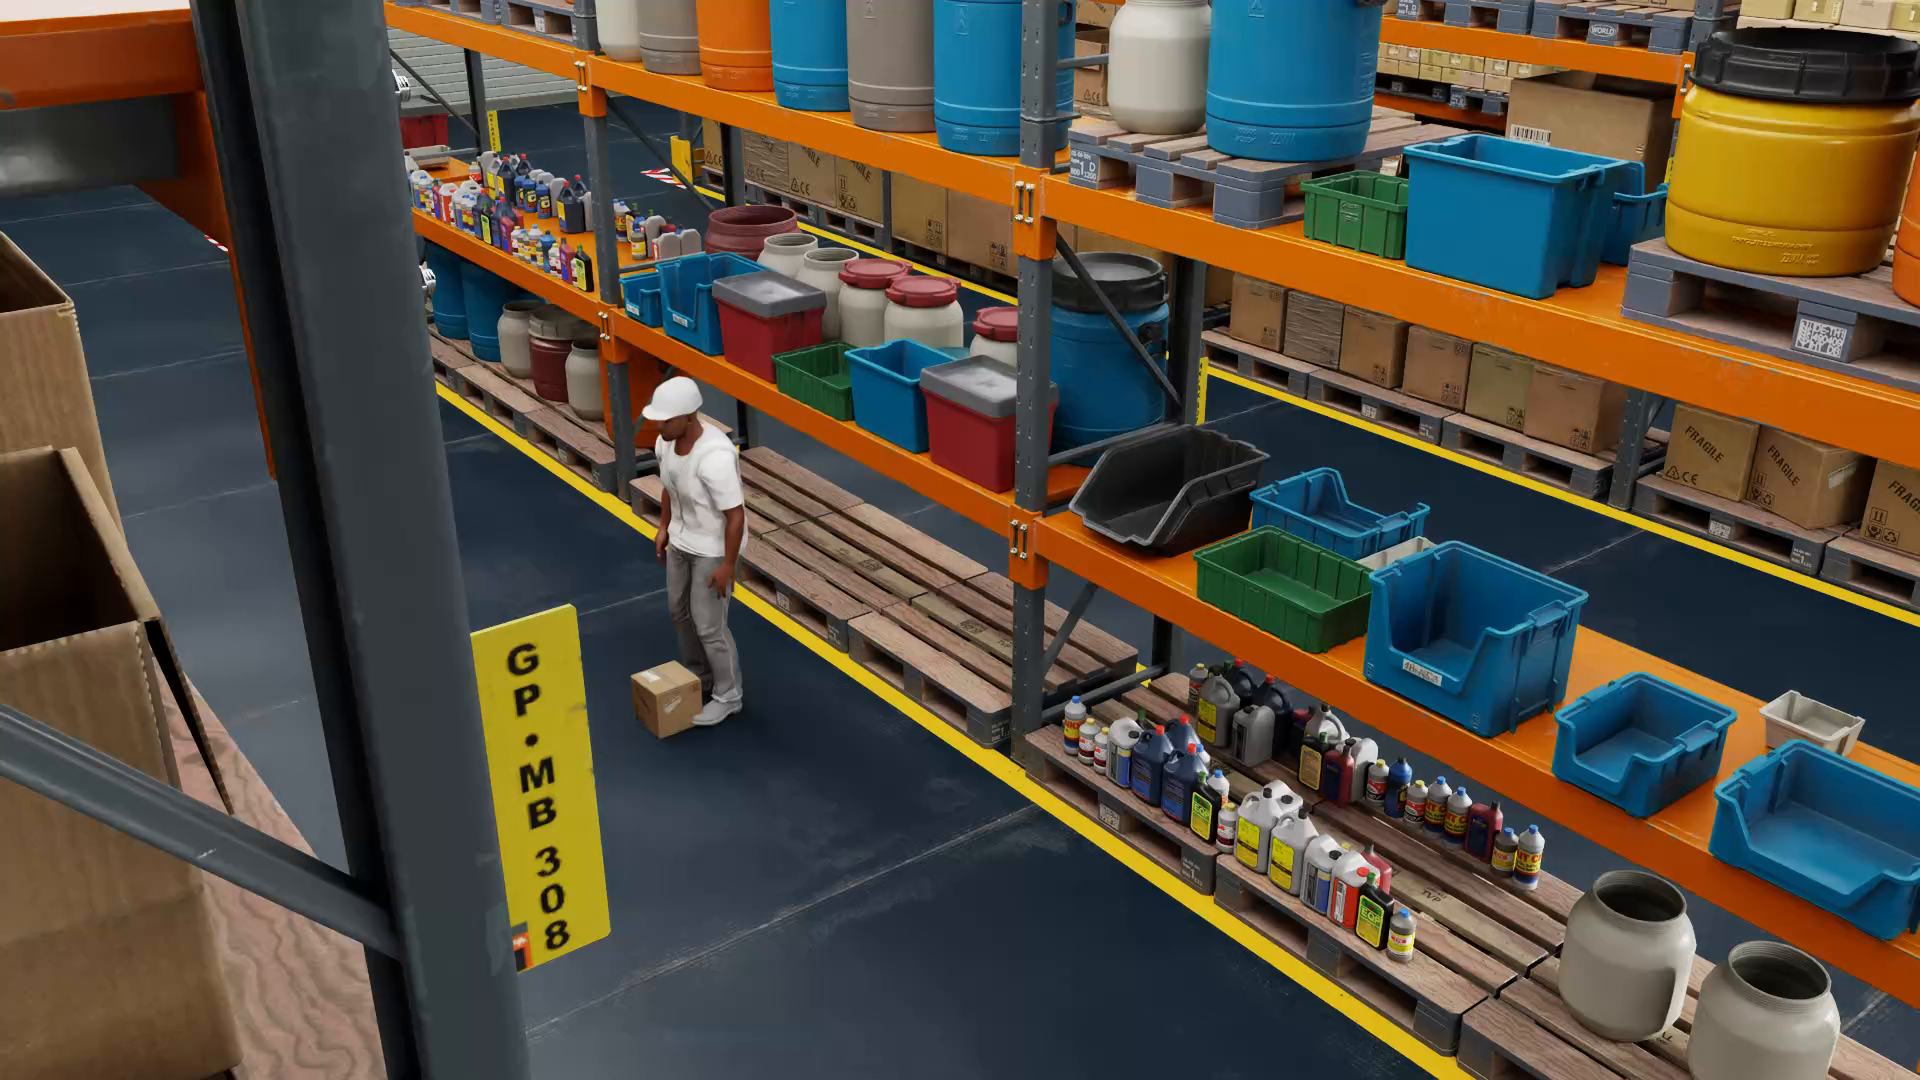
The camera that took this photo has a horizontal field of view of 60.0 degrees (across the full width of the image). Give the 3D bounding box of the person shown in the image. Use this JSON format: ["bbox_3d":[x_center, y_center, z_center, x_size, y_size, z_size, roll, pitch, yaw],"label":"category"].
[{"bbox_3d":[-1.267,0.037,8.004,0.460,1.760,0.618,-19,31,-36],"label":"person"}]
